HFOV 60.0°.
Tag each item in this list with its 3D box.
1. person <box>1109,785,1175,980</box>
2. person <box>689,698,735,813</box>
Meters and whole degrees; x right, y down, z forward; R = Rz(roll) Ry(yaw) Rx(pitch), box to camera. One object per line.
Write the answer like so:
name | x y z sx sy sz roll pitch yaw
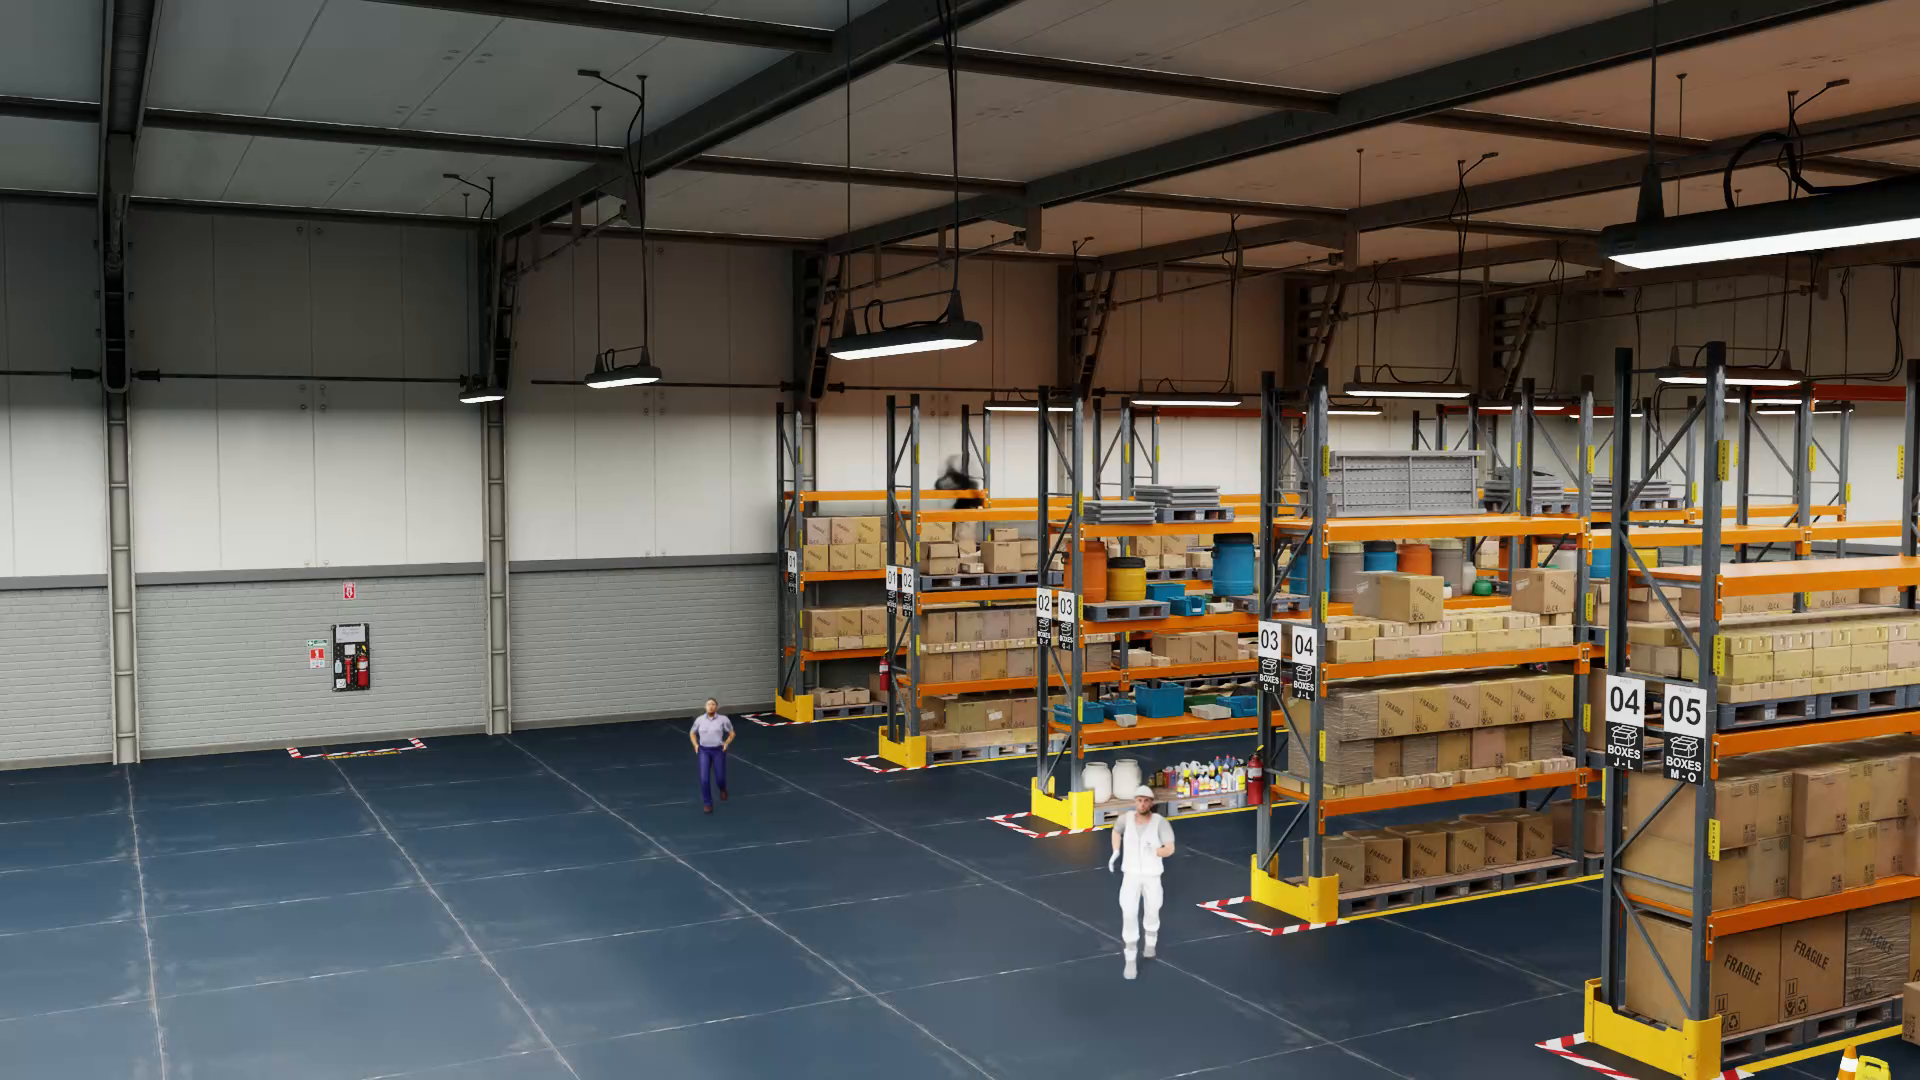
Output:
person | 1.792 3.335 16.407 0.650 1.848 0.802 1 3 9
person | -3.524 3.045 23.605 0.644 1.582 0.565 0 3 -3
